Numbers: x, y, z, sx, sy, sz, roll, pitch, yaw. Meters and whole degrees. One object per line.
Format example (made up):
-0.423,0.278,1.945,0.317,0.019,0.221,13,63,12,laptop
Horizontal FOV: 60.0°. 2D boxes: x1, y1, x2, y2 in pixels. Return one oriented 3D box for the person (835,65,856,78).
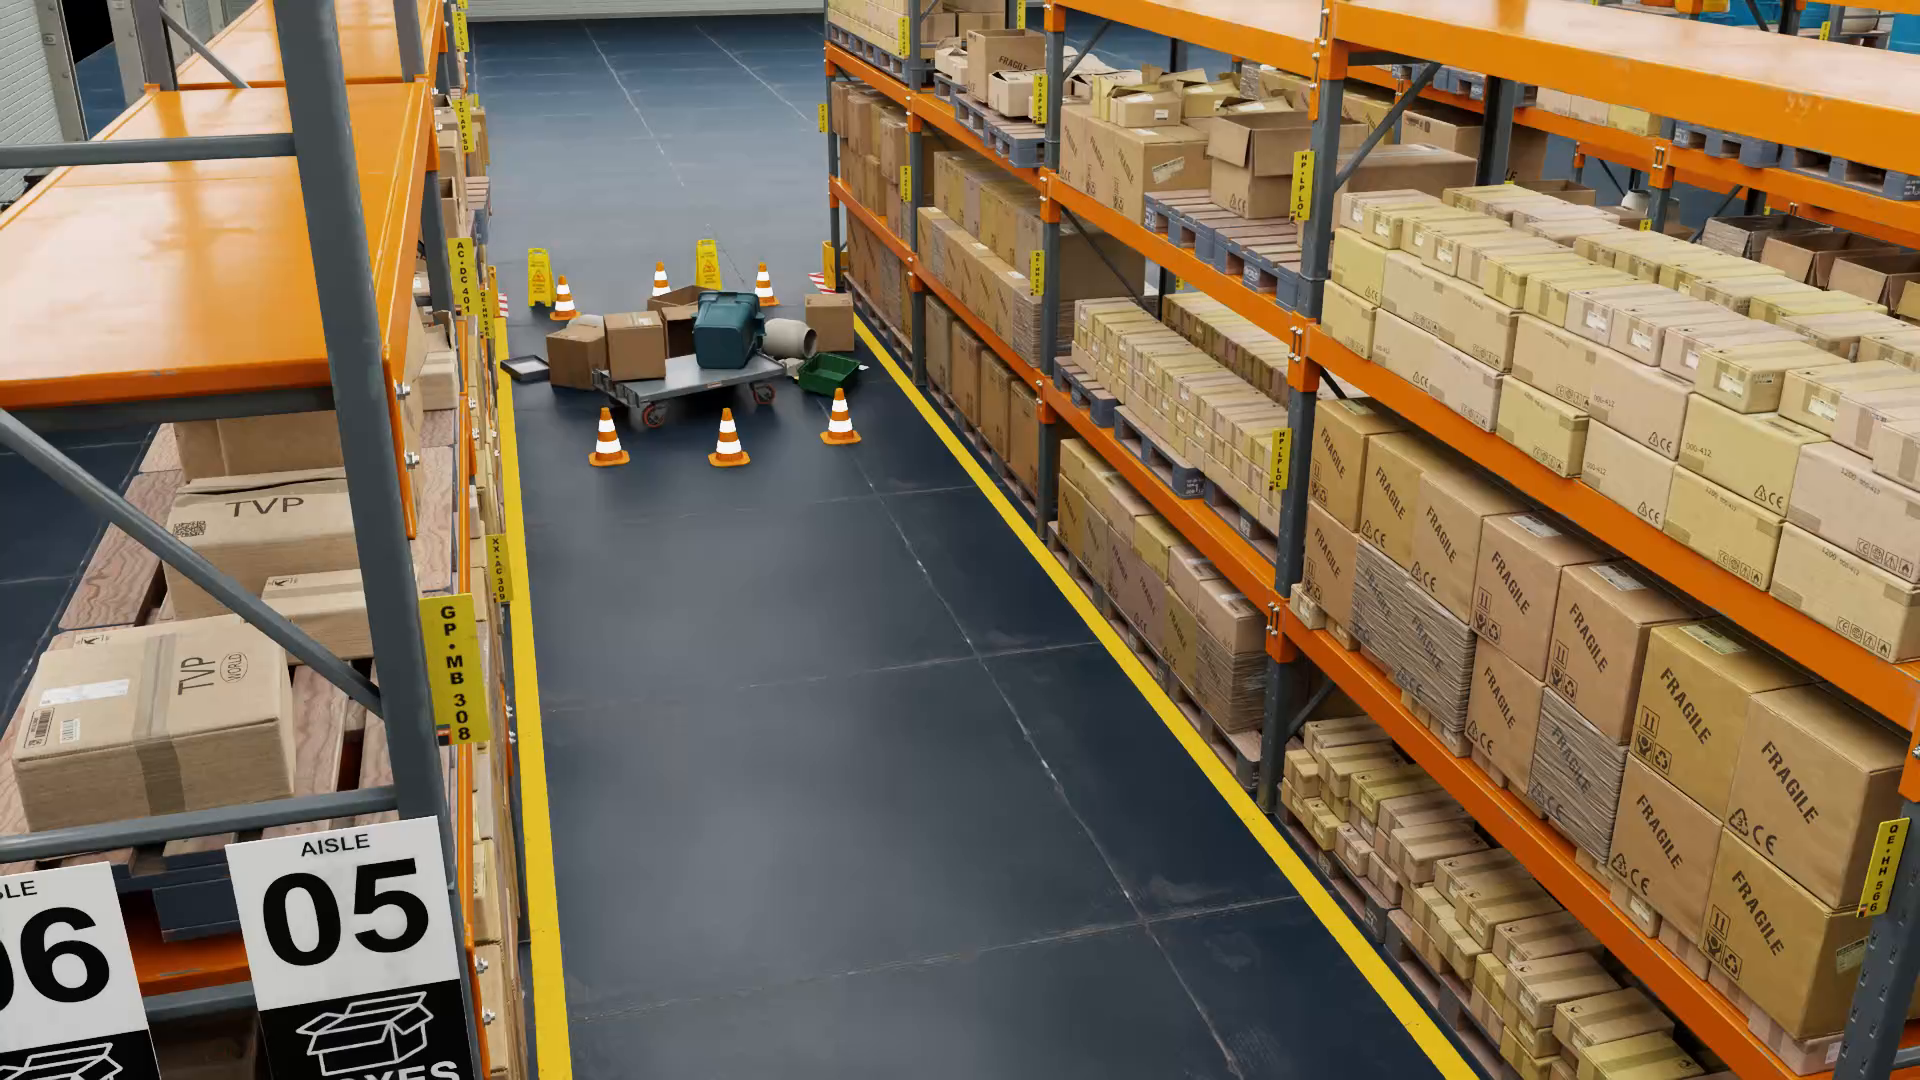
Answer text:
-0.696,-0.529,8.910,12.306,2.400,19.130,-16,28,-32,person
